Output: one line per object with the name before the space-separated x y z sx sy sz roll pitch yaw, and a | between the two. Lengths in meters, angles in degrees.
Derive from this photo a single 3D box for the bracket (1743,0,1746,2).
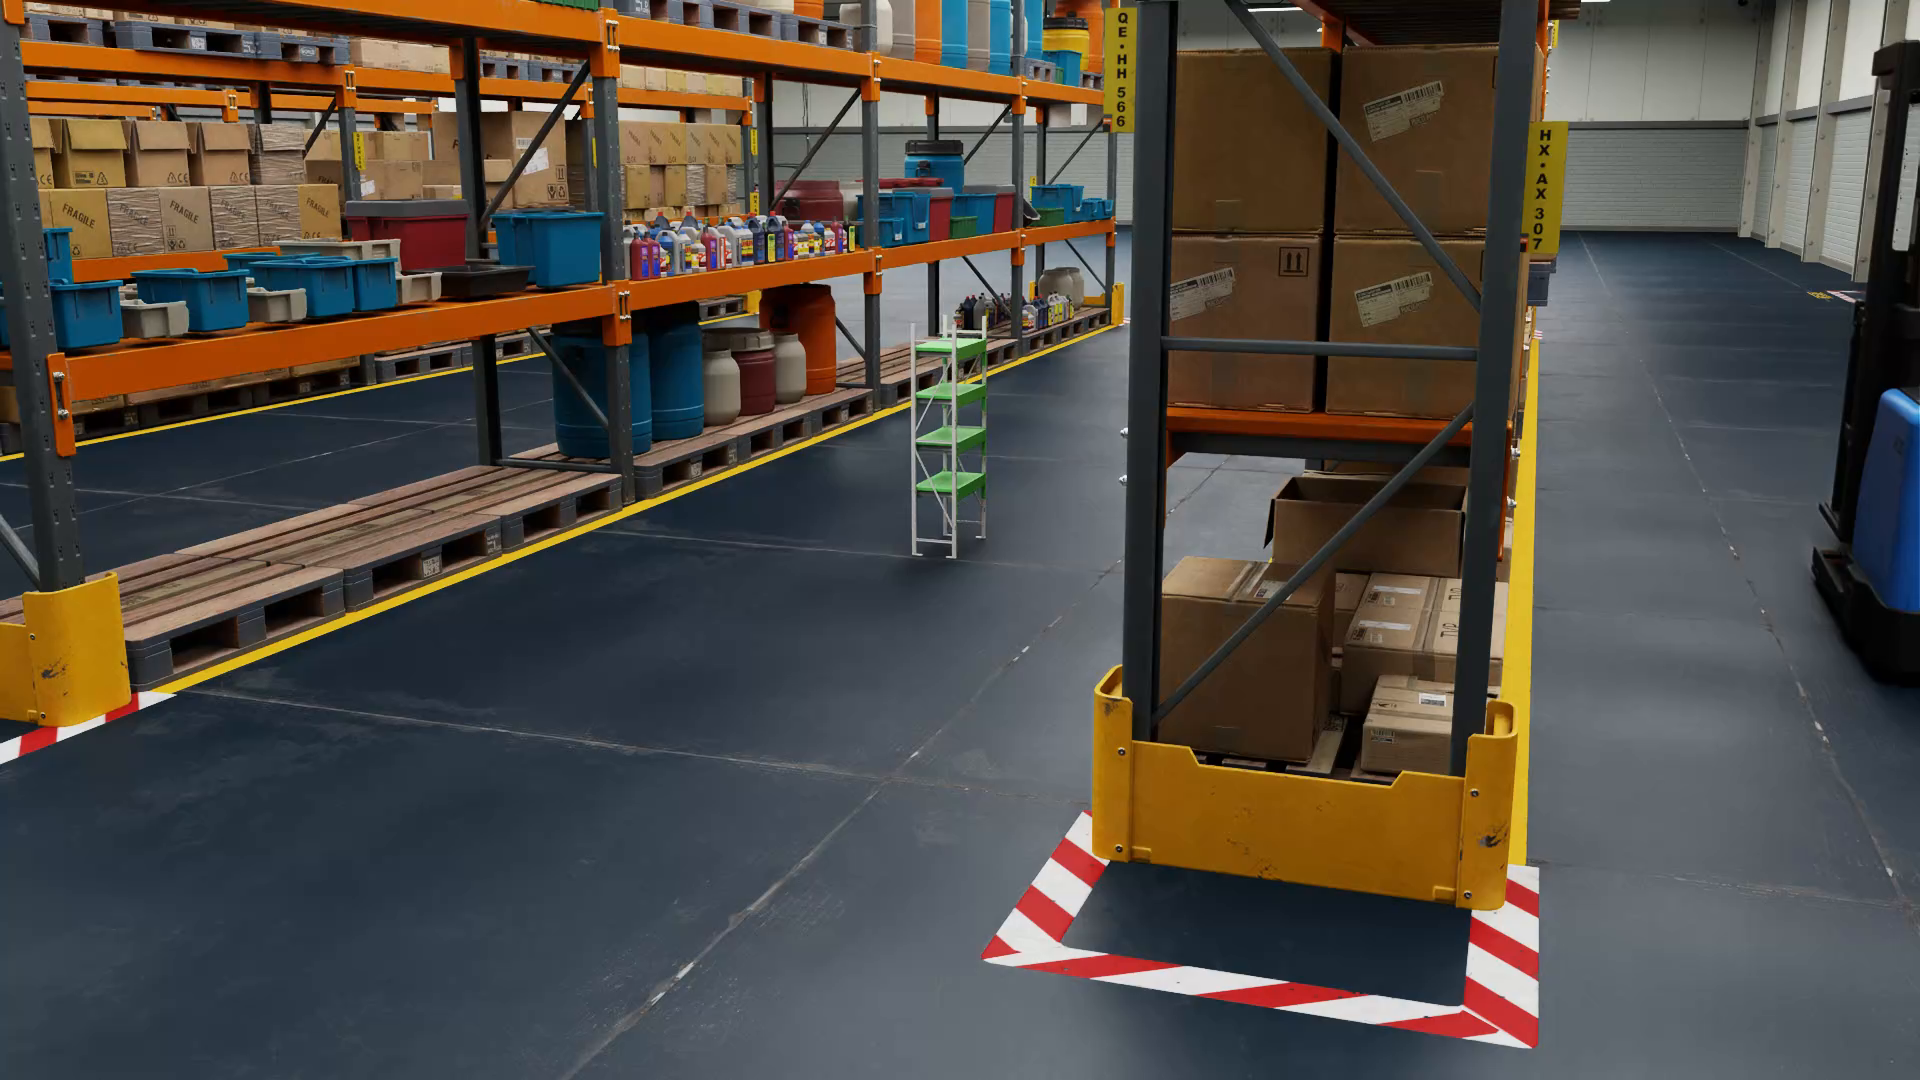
bracket | 21.495 -14.794 45.492 0.076 0.066 3.189 4 14 18

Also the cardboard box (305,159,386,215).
cardboard box | -5.690 -3.275 15.428 0.500 0.500 0.500 3 13 11

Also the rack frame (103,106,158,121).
rack frame | -12.615 -5.303 25.481 1.000 3.000 0.127 4 14 18

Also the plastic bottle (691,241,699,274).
plastic bottle | -1.711 -1.799 10.577 0.097 0.201 0.097 0 13 0

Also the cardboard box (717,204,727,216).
cardboard box | -3.249 -4.283 21.578 0.380 0.149 0.250 4 14 18

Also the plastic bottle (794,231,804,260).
plastic bottle | -1.185 -2.141 12.075 0.097 0.201 0.097 0 13 0

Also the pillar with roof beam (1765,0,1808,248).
pillar with roof beam | 15.107 -11.598 39.579 9.100 9.000 0.400 4 14 18

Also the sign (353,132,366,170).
sign | -5.300 -3.430 14.674 0.100 0.325 0.005 4 14 18

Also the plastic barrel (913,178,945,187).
plastic barrel | -0.363 -3.271 16.274 0.433 0.535 0.433 0 13 0

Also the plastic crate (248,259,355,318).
plastic crate | -2.911 -1.117 7.383 0.416 0.233 0.300 4 14 18

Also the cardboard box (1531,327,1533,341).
cardboard box | 5.444 -2.078 16.588 0.500 0.250 0.500 4 14 18

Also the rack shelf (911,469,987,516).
rack shelf | -0.054 -0.254 8.769 0.258 0.148 0.480 4 14 18

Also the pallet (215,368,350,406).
pallet | -6.153 -1.385 14.582 1.003 0.211 1.213 4 14 18

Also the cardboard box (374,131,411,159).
cardboard box | -8.146 -5.370 23.009 0.875 0.550 0.550 4 14 18

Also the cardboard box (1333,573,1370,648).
cardboard box | 1.236 0.289 6.170 0.500 0.250 0.500 4 14 18

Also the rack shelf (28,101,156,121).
rack shelf | -13.262 -5.994 23.382 1.077 0.370 4.000 4 14 18

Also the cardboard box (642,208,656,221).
cardboard box | -3.838 -3.858 19.714 0.380 0.149 0.250 4 14 18

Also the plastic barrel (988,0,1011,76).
plastic barrel | 0.195 -4.975 16.176 0.600 0.901 0.708 4 14 18

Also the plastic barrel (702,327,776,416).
plastic barrel | -1.647 -1.236 12.136 0.600 0.588 0.708 4 14 18

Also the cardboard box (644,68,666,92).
cardboard box | -3.807 -5.429 19.627 0.500 0.250 0.500 4 13 16

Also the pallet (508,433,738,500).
pallet | -2.145 -0.506 10.732 1.003 0.211 1.213 4 14 18

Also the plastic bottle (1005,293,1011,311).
plastic bottle | 0.567 -2.758 19.473 0.097 0.271 0.097 0 13 0

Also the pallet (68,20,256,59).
pallet | -6.344 -3.900 13.019 1.003 0.211 1.213 5 14 21

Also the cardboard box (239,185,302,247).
cardboard box | -5.918 -2.728 13.973 0.500 0.500 0.500 4 14 18

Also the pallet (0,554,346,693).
pallet | -3.425 0.325 7.092 1.003 0.211 1.213 4 14 18

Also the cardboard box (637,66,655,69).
cardboard box | -3.799 -5.598 19.475 0.380 0.149 0.250 4 13 17

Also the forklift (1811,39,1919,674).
forklift | 4.584 -1.128 7.343 1.130 2.935 3.031 5 14 20

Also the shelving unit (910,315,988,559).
shelving unit | -0.054 -0.550 8.702 0.258 1.200 0.503 4 14 18

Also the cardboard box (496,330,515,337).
cardboard box | -5.104 -2.399 17.384 0.700 0.500 0.500 3 13 14

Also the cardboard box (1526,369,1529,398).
cardboard box | 4.155 -1.250 12.961 0.500 0.250 0.500 4 13 17

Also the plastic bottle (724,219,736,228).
plastic bottle | -1.741 -2.294 12.586 0.097 0.271 0.097 0 13 0

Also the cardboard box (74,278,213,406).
cardboard box | -6.644 -1.556 12.896 1.225 0.875 0.875 4 13 16

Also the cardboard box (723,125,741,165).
cardboard box | -3.182 -5.137 21.614 0.500 0.500 0.500 4 14 18

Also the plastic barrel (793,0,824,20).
plastic barrel | -1.326 -4.306 12.462 0.600 0.830 0.708 4 14 18

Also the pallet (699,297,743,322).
pallet | -3.559 -3.046 21.857 1.003 0.211 1.213 4 14 18

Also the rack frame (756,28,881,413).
rack frame | -1.140 -2.549 13.413 1.000 3.000 0.127 4 14 18

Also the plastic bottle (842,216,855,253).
plastic bottle | -0.867 -2.376 12.918 0.061 0.283 0.133 4 14 18

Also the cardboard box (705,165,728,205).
cardboard box | -3.490 -4.556 21.313 0.875 0.500 0.500 4 14 18

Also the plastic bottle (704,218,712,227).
plastic bottle | -1.897 -2.253 12.380 0.061 0.283 0.133 4 14 18

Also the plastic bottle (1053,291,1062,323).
plastic bottle | 1.067 -2.622 18.700 0.144 0.351 0.185 5 14 21

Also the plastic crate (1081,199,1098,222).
plastic crate | 1.354 -3.897 19.656 0.499 0.251 0.408 4 14 18

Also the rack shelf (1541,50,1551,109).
rack shelf | 4.193 -3.724 13.438 1.077 0.370 4.000 4 14 18

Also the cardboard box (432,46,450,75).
cardboard box | -5.110 -4.592 15.962 0.500 0.250 0.500 5 14 20

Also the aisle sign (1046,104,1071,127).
aisle sign | 1.195 -5.537 20.662 0.394 0.787 0.004 4 14 18

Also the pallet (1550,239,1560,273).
pallet | 3.393 -1.950 11.221 1.213 0.211 1.003 4 14 18

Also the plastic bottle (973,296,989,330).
plastic bottle | 0.226 -2.460 17.988 0.144 0.351 0.185 4 14 18

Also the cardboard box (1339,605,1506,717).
cardboard box | 1.564 0.420 5.597 0.500 0.250 0.500 4 14 18

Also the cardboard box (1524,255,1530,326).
cardboard box | 2.003 -1.057 6.653 0.500 0.500 0.500 5 14 20

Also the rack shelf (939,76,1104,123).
rack shelf | 0.801 -4.924 18.694 1.077 0.370 4.000 4 14 18

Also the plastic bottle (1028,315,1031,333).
plastic bottle | 0.705 -2.298 17.615 0.097 0.201 0.097 0 13 0

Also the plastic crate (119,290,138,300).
plastic crate | -3.528 -1.010 7.128 0.396 0.136 0.243 4 14 18

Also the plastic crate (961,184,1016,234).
plastic crate | 0.287 -3.298 16.552 0.402 0.464 0.583 4 14 18

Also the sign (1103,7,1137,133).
sign | 0.439 -1.269 4.496 0.100 0.325 0.005 4 14 18
